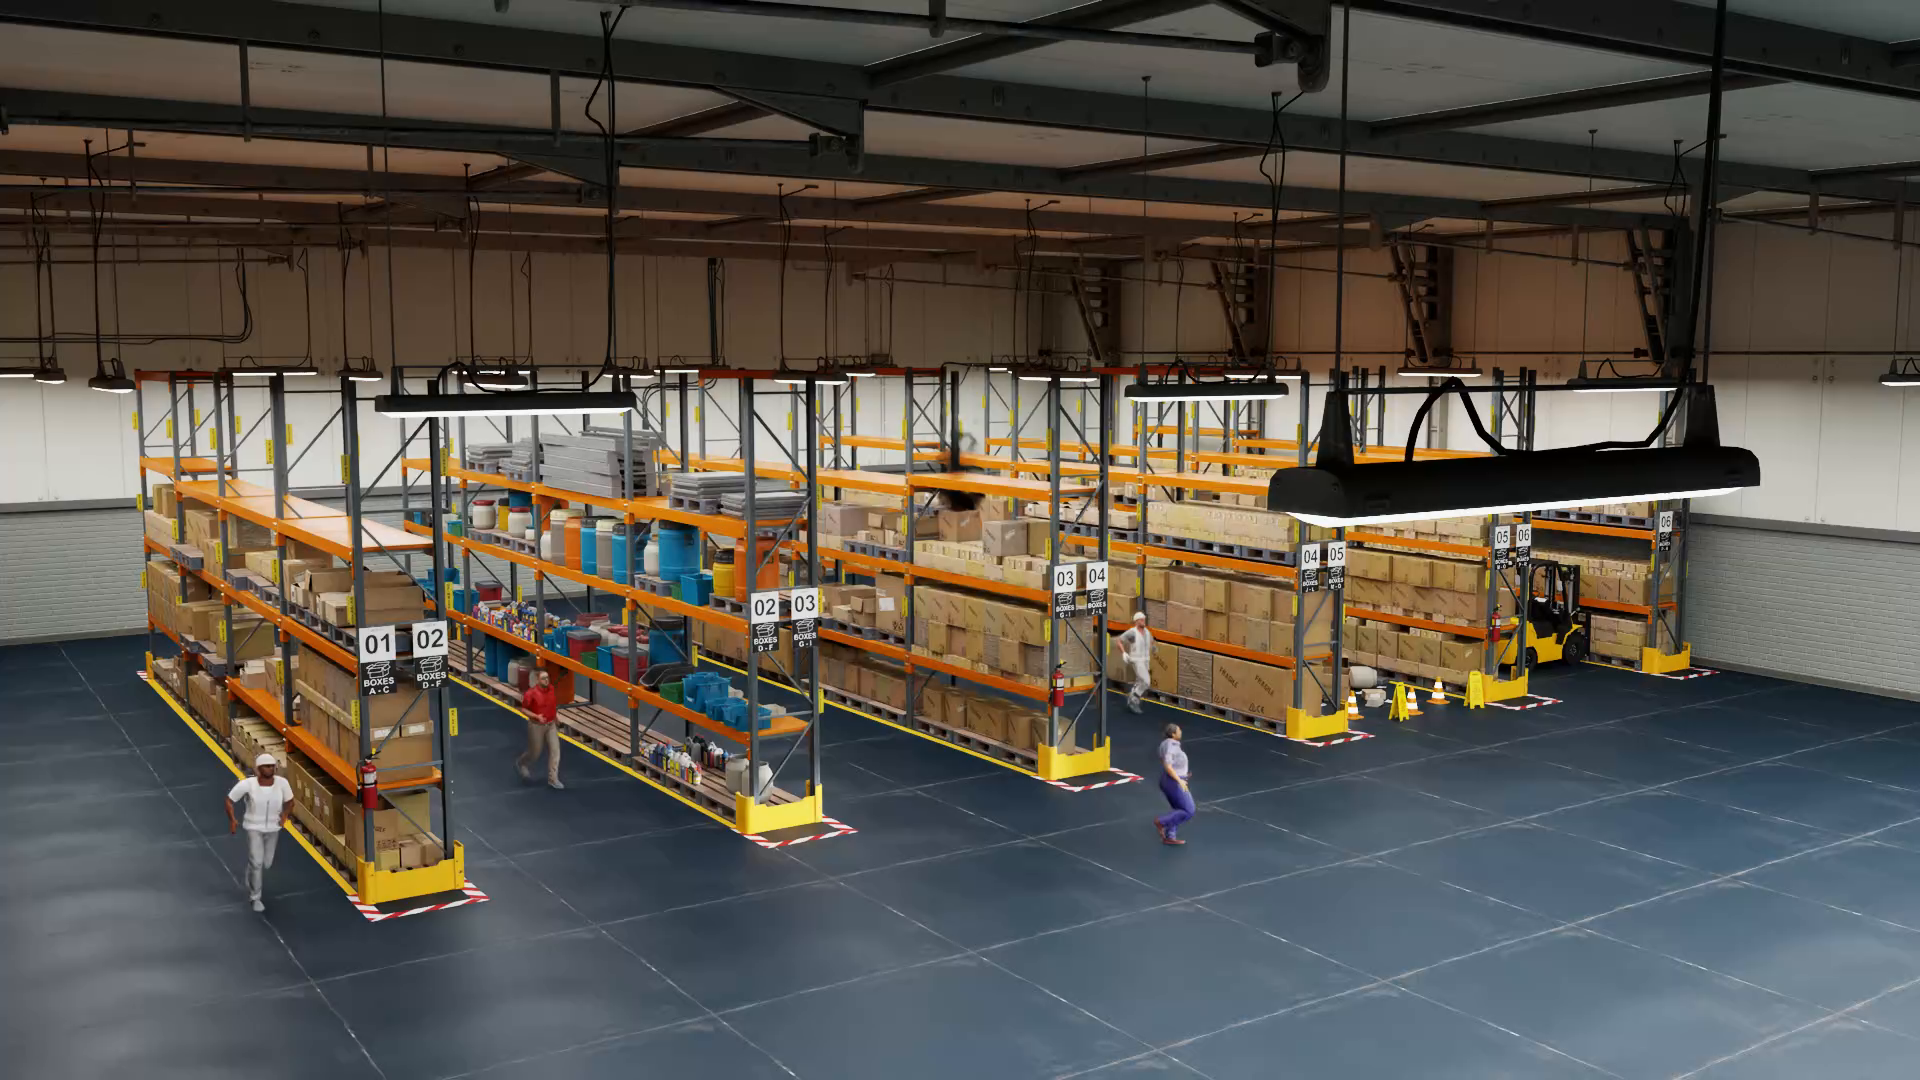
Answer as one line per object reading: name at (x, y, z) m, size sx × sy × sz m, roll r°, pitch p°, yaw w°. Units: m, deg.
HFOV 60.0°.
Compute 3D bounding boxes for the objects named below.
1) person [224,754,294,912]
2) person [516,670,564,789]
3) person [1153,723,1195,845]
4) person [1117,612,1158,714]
person at (-8.047, 3.336, 19.184) m, size 0.744 × 1.767 × 0.768 m, roll -5°, pitch 8°, yaw -38°
person at (-6.140, 2.704, 24.313) m, size 0.921 × 1.646 × 0.647 m, roll 6°, pitch 9°, yaw 43°
person at (2.733, 3.135, 21.360) m, size 0.554 × 1.596 × 0.621 m, roll -1°, pitch 7°, yaw -8°
person at (3.171, 2.156, 29.147) m, size 0.641 × 1.785 × 0.701 m, roll -6°, pitch 9°, yaw -42°
